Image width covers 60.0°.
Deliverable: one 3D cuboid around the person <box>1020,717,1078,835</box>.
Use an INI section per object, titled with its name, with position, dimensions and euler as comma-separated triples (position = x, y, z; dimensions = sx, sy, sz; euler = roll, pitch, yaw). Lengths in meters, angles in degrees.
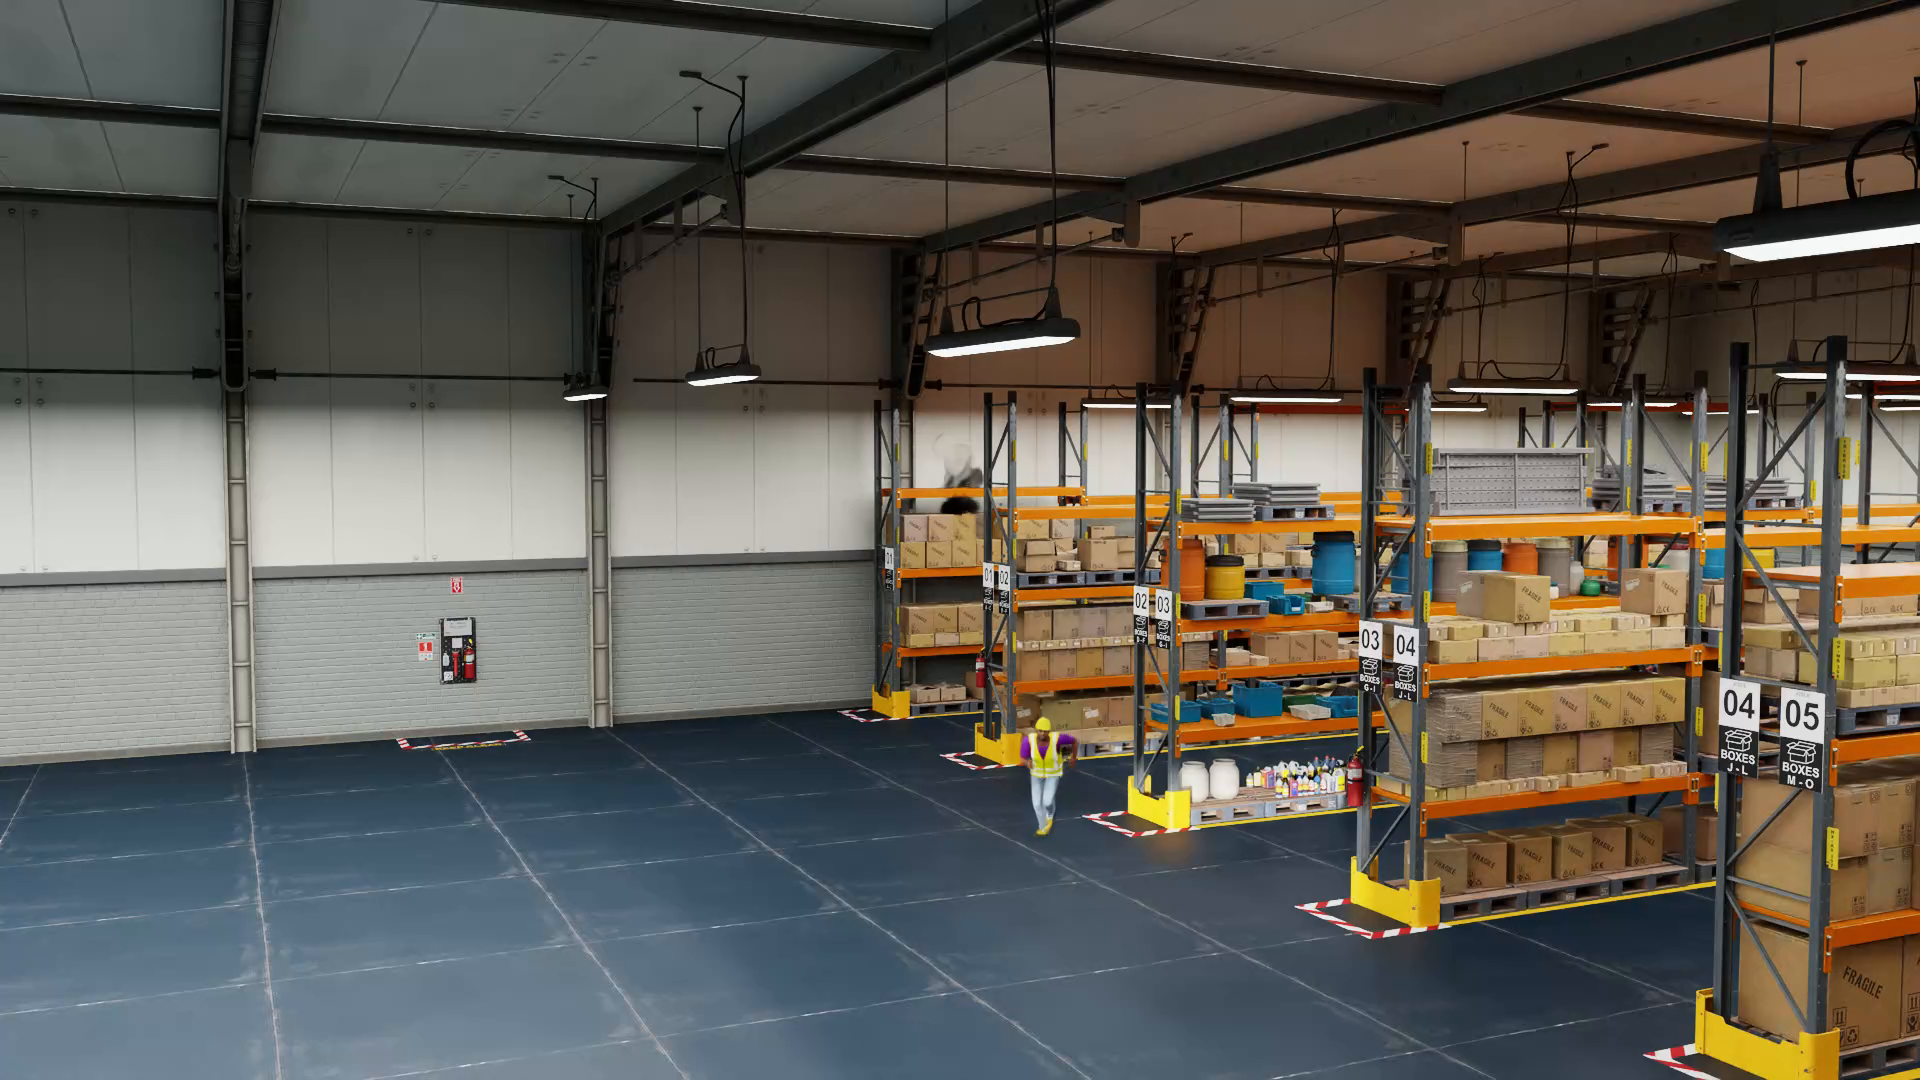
[person]
position = 1.150, 3.084, 21.631
dimensions = 0.733, 1.625, 0.867
euler = 1, 3, 12
